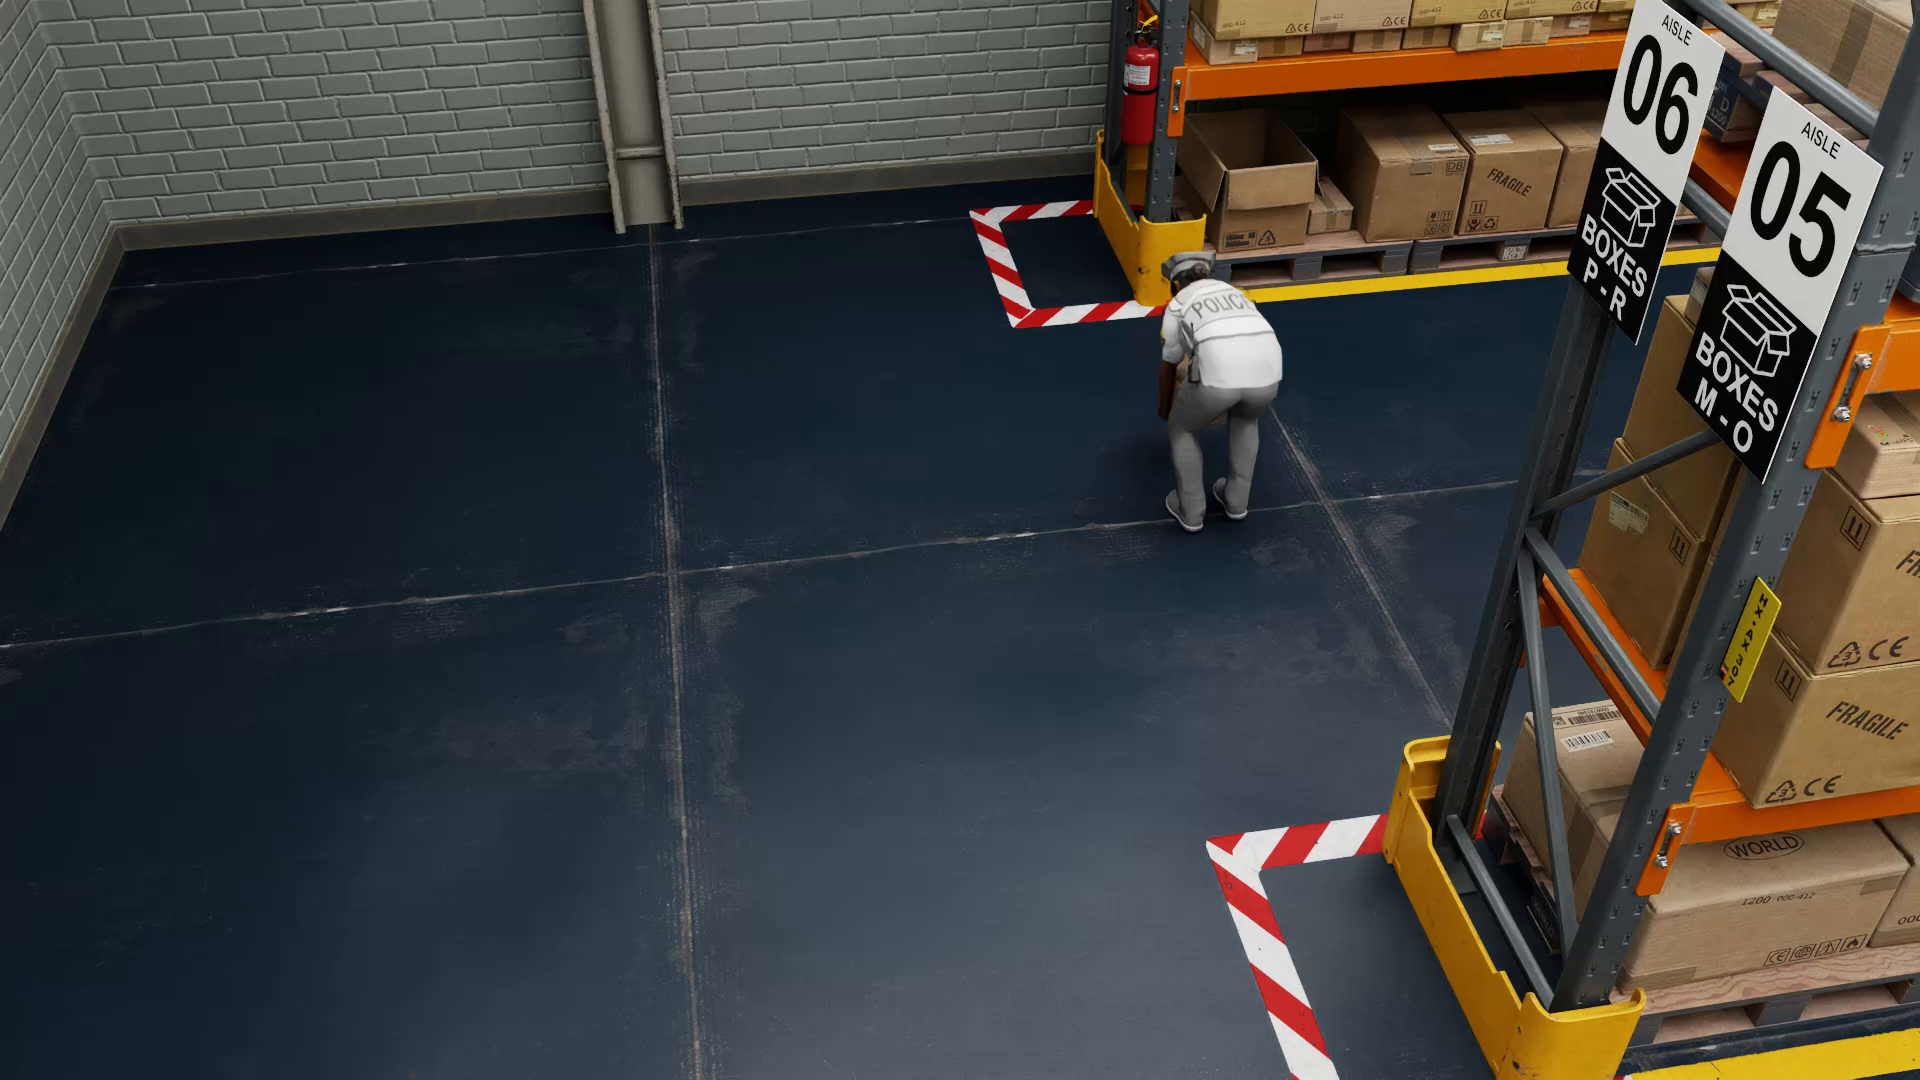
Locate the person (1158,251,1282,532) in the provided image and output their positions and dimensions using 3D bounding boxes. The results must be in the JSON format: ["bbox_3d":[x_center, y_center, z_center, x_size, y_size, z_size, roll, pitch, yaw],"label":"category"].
[{"bbox_3d":[1.101,-0.669,7.466,0.422,1.061,0.942,-8,40,-9],"label":"person"}]
